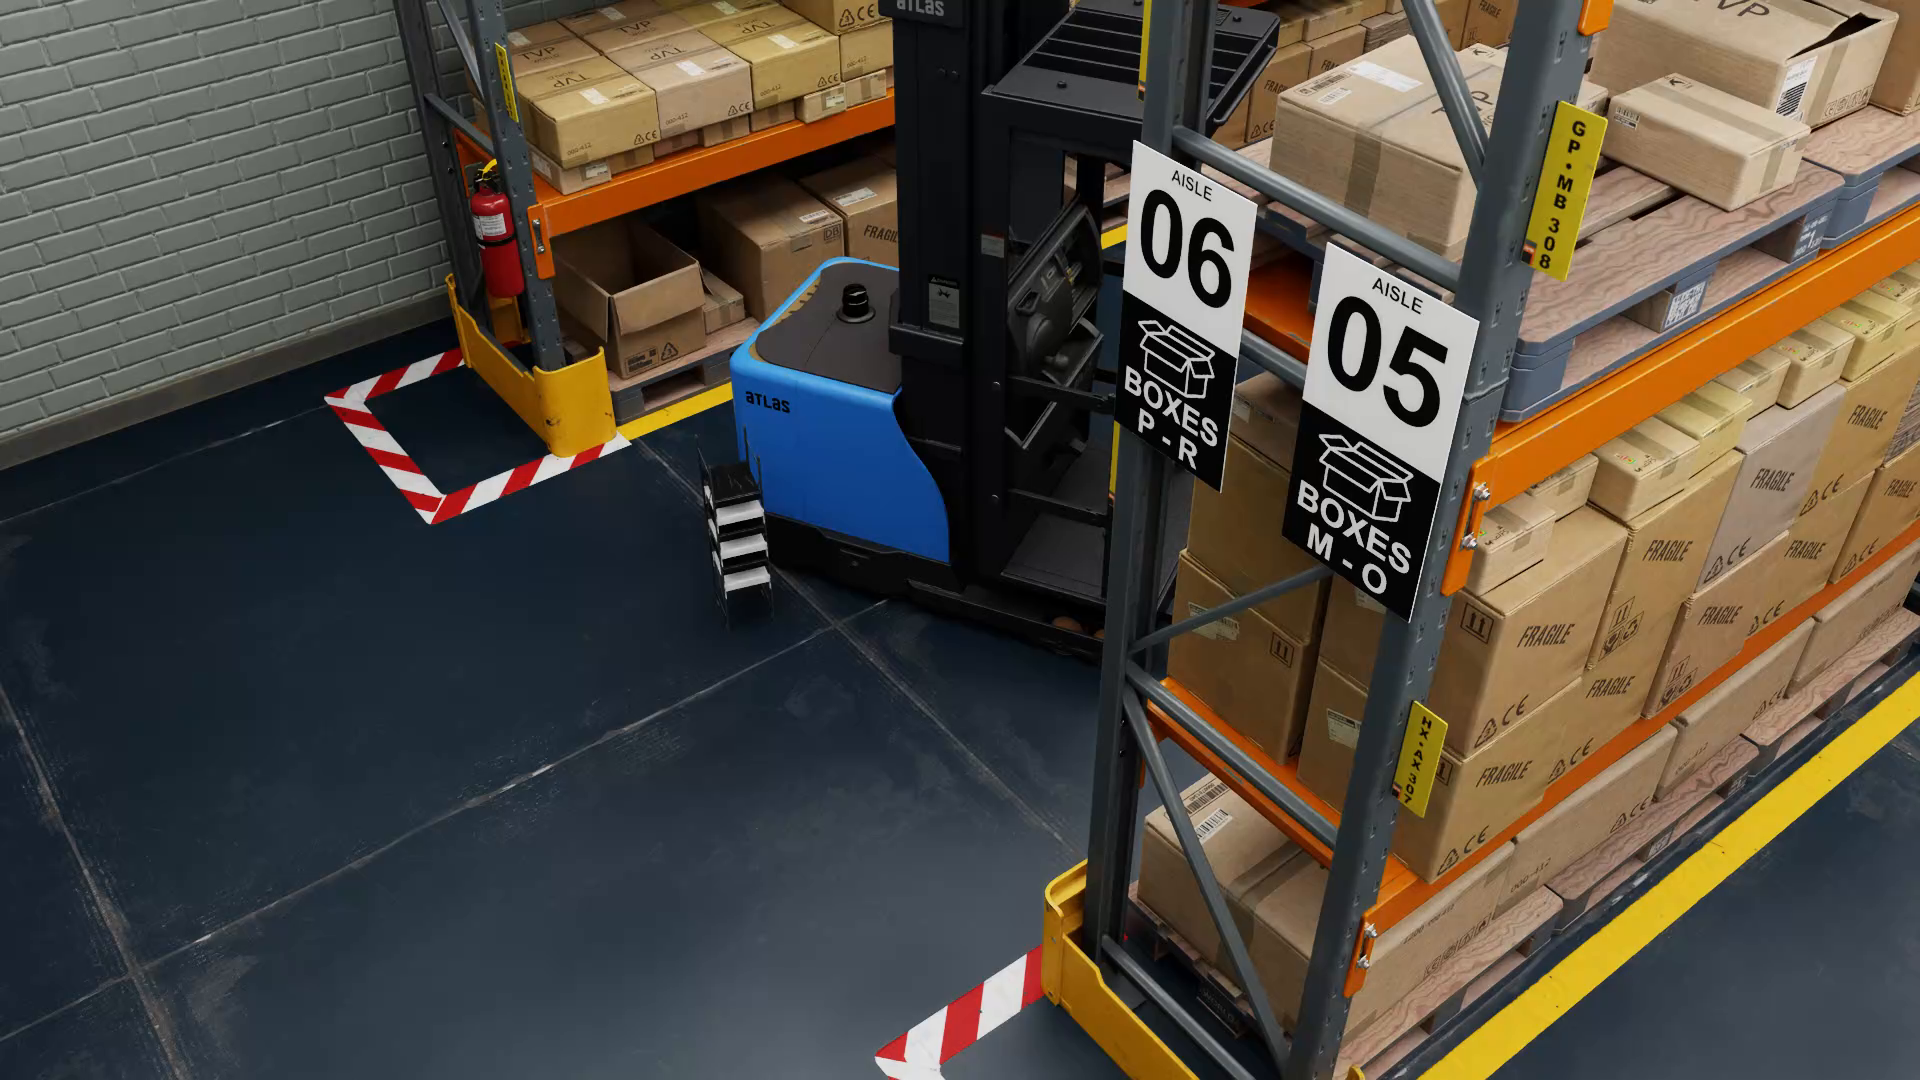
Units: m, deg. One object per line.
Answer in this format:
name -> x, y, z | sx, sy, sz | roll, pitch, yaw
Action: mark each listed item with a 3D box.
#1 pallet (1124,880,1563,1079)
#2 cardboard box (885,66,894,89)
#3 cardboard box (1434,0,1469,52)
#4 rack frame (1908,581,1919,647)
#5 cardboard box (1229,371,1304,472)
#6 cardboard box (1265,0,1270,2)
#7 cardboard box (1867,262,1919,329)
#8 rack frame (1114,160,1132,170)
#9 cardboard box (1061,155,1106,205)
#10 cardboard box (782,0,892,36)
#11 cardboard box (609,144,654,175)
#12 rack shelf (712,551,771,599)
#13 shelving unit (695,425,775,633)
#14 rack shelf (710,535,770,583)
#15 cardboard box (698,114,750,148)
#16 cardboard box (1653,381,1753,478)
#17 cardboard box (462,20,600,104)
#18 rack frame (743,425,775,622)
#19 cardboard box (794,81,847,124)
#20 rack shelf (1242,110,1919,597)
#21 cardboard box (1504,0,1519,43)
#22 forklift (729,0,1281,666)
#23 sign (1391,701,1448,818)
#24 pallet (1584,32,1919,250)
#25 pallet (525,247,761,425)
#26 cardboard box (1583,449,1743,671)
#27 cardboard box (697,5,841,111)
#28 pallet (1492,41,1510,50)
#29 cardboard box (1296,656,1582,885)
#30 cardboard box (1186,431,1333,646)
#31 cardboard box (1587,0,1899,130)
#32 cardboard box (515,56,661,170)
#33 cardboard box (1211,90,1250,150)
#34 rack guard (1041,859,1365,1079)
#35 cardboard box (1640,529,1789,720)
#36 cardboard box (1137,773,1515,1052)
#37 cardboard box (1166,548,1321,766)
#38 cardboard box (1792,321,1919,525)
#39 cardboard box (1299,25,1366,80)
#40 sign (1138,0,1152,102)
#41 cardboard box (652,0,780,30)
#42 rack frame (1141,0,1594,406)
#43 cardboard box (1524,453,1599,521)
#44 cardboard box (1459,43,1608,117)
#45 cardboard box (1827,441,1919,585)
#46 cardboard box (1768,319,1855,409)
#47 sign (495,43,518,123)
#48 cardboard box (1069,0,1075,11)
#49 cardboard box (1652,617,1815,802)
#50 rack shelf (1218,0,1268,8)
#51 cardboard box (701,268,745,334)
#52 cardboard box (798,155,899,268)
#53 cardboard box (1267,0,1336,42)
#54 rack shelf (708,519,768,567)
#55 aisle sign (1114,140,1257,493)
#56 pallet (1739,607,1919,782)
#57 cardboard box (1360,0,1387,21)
pallet -> 1.355, 1.343, 5.946 | 1.213, 0.211, 1.003 | -26, 46, -28
cardboard box -> -0.421, -2.492, 8.621 | 0.250, 0.149, 0.380 | -26, 46, -28
cardboard box -> 3.063, -3.506, 11.298 | 0.500, 0.500, 0.500 | -24, 45, -26
rack frame -> 3.940, -0.932, 6.522 | 0.127, 3.000, 1.000 | -26, 46, -28
cardboard box -> 0.931, -0.302, 4.374 | 0.250, 0.149, 0.380 | -25, 46, -28
cardboard box -> 1.859, -3.555, 10.847 | 0.250, 0.149, 0.380 | -25, 45, -27
cardboard box -> 2.652, -0.764, 4.938 | 0.250, 0.149, 0.380 | -26, 46, -28
rack frame -> 0.912, -3.427, 9.563 | 0.127, 3.000, 1.000 | -26, 46, -28
cardboard box -> 0.650, -2.124, 9.891 | 0.250, 0.149, 0.380 | -27, 47, -29
cardboard box -> -0.546, -2.848, 8.149 | 0.500, 0.500, 0.500 | -25, 45, -27
cardboard box -> -1.658, -1.895, 7.893 | 0.250, 0.149, 0.380 | -25, 45, -27
rack shelf -> -0.952, 0.128, 7.221 | 0.200, 0.077, 0.258 | -13, 41, -16
shelving unit -> -0.952, -0.037, 7.085 | 0.210, 0.900, 0.258 | -13, 41, -16
rack shelf -> -0.952, 0.059, 7.164 | 0.200, 0.077, 0.258 | -13, 41, -16
cardboard box -> -1.233, -2.081, 8.119 | 0.250, 0.149, 0.380 | -25, 45, -27
cardboard box -> 1.857, -0.351, 4.434 | 0.250, 0.149, 0.380 | -28, 47, -29
cardboard box -> -2.056, -2.249, 8.011 | 0.500, 0.250, 0.500 | -25, 45, -27
rack frame -> -0.857, -0.059, 7.113 | 0.006, 0.900, 0.240 | -13, 41, -16
cardboard box -> -0.780, -2.246, 8.321 | 0.250, 0.149, 0.380 | -27, 47, -29
rack shelf -> 2.354, -1.041, 4.856 | 4.000, 0.370, 1.077 | -26, 46, -28
cardboard box -> 3.880, -3.897, 11.776 | 0.500, 0.500, 0.500 | -25, 45, -27
forklift -> 0.571, -0.974, 6.627 | 3.031, 2.935, 1.130 | 16, 42, 18
sign -> 1.102, 0.530, 3.994 | 0.005, 0.325, 0.100 | -26, 46, -28
pallet -> 2.318, -1.278, 4.648 | 1.213, 0.211, 1.003 | -26, 46, -28
pallet -> -1.567, -1.141, 8.975 | 1.213, 0.211, 1.003 | -26, 46, -28
cardboard box -> 1.728, -0.057, 4.587 | 0.500, 0.500, 0.500 | -27, 47, -29
cardboard box -> -0.936, -2.371, 8.158 | 0.500, 0.250, 0.500 | -27, 46, -29
pallet -> 3.469, -3.625, 12.003 | 1.213, 0.211, 1.003 | -26, 46, -28
cardboard box -> 1.324, 0.534, 4.655 | 0.500, 0.500, 0.500 | -26, 46, -28
cardboard box -> 1.005, -0.118, 4.661 | 0.500, 0.500, 0.500 | -24, 45, -27
cardboard box -> 1.986, -1.266, 4.224 | 0.500, 0.311, 0.500 | -25, 46, -27
cardboard box -> -1.735, -1.978, 7.680 | 0.500, 0.250, 0.500 | -26, 46, -28
cardboard box -> 1.433, -2.697, 10.312 | 0.500, 0.500, 0.500 | -24, 45, -26
rack guard -> 0.749, 1.589, 5.419 | 0.348, 0.500, 1.175 | -26, 46, -28
cardboard box -> 2.122, 0.137, 5.139 | 0.500, 0.500, 0.500 | -26, 46, -28
cardboard box -> 1.231, 1.136, 5.689 | 0.875, 0.438, 0.875 | -28, 47, -29
cardboard box -> 0.989, 0.255, 4.995 | 0.500, 0.500, 0.500 | -26, 46, -28
cardboard box -> 2.526, -0.453, 5.070 | 0.500, 0.500, 0.500 | -26, 46, -28
cardboard box -> 2.248, -3.098, 10.801 | 0.500, 0.500, 0.500 | -27, 47, -29
sign -> 0.449, -1.136, 3.769 | 0.005, 0.325, 0.100 | -26, 46, -28
cardboard box -> -1.251, -2.637, 8.483 | 0.500, 0.250, 0.500 | -25, 45, -27
rack frame -> 0.768, -1.706, 2.734 | 0.127, 3.000, 1.000 | -26, 46, -28
cardboard box -> 1.383, -0.198, 4.247 | 0.250, 0.149, 0.380 | -25, 45, -27
cardboard box -> 1.354, -1.072, 4.114 | 0.250, 0.149, 0.380 | -30, 48, -31
cardboard box -> 2.934, -0.260, 5.623 | 0.500, 0.500, 0.500 | -27, 46, -29
cardboard box -> 2.256, -0.554, 4.682 | 0.250, 0.149, 0.380 | -26, 46, -28
sign -> -1.929, -1.943, 7.071 | 0.005, 0.325, 0.100 | -26, 46, -28
cardboard box -> 0.269, -2.964, 8.881 | 0.500, 0.250, 0.500 | -26, 46, -28
cardboard box -> 2.667, 0.431, 6.549 | 0.875, 0.438, 0.875 | -27, 47, -29
rack shelf -> 2.498, -3.922, 10.733 | 4.000, 0.370, 1.077 | -26, 46, -28
cardboard box -> -1.356, -1.275, 8.855 | 0.250, 0.149, 0.380 | -28, 47, -30
cardboard box -> -0.535, -1.731, 9.134 | 0.500, 0.500, 0.500 | -25, 46, -27
cardboard box -> 2.158, -3.320, 10.560 | 0.250, 0.149, 0.380 | -26, 46, -28
rack shelf -> -0.952, -0.011, 7.106 | 0.200, 0.077, 0.258 | -13, 41, -16
aisle sign -> 0.522, -0.520, 3.969 | 0.004, 0.787, 0.394 | -26, 46, -28
pallet -> 3.289, 0.400, 7.096 | 1.213, 0.211, 1.003 | -26, 46, -28
cardboard box -> 2.552, -3.534, 10.821 | 0.250, 0.149, 0.380 | -26, 46, -28
